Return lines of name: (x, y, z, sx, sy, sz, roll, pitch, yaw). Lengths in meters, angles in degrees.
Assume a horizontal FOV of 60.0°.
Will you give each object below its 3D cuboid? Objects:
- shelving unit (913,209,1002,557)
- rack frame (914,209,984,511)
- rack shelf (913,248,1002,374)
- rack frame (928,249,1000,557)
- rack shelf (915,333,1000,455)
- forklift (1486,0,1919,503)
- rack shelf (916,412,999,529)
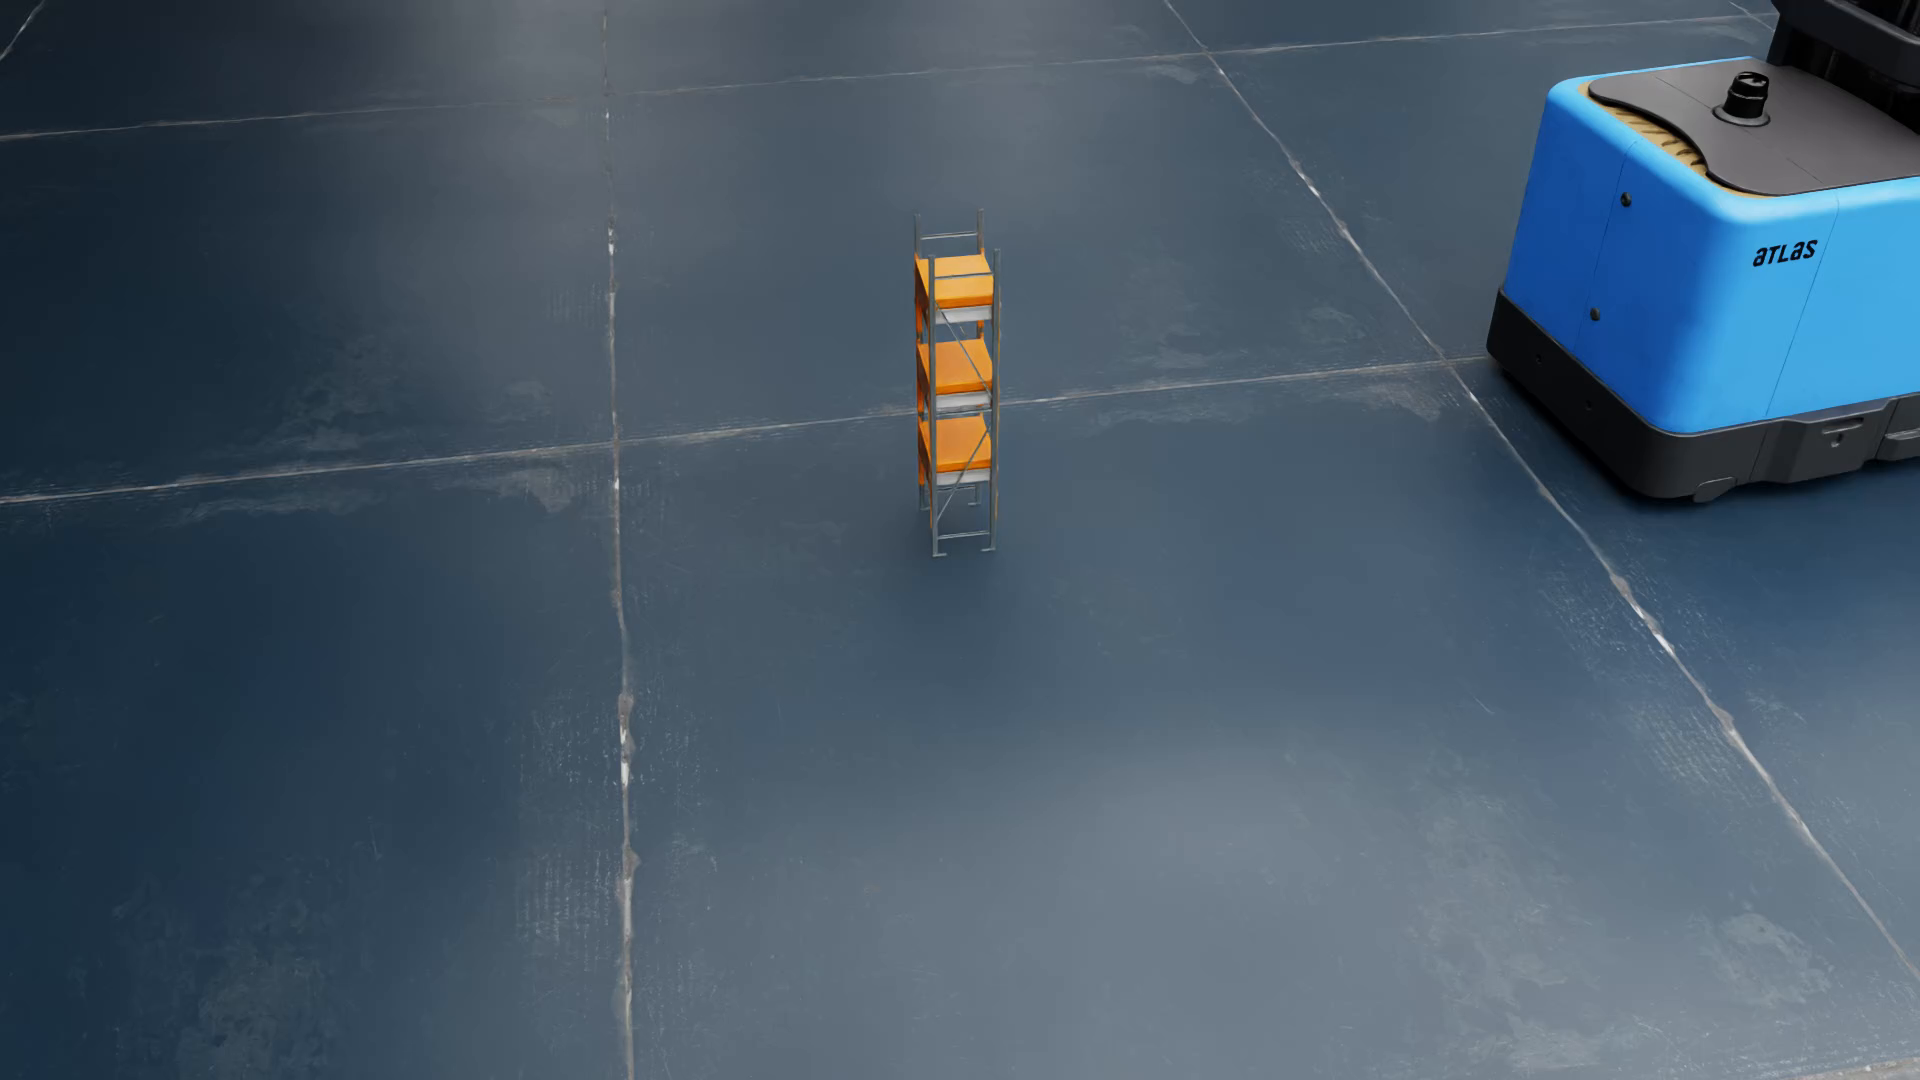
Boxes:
shelving unit: (-0.009, -0.447, 4.970, 0.215, 1.050, 0.252, -6, 38, -8)
rack frame: (-0.031, -0.521, 5.064, 0.200, 1.050, 0.008, -6, 38, -8)
rack shelf: (-0.009, -0.663, 4.802, 0.215, 0.259, 0.240, -6, 38, -8)
rack frame: (0.012, -0.373, 4.875, 0.200, 1.050, 0.008, -6, 38, -8)
rack shelf: (-0.009, -0.439, 4.976, 0.215, 0.259, 0.240, -6, 38, -8)
forklift: (3.482, -1.788, 5.162, 3.031, 2.935, 1.130, -10, 39, -13)
rack shelf: (-0.009, -0.219, 5.147, 0.215, 0.259, 0.240, -6, 38, -8)
